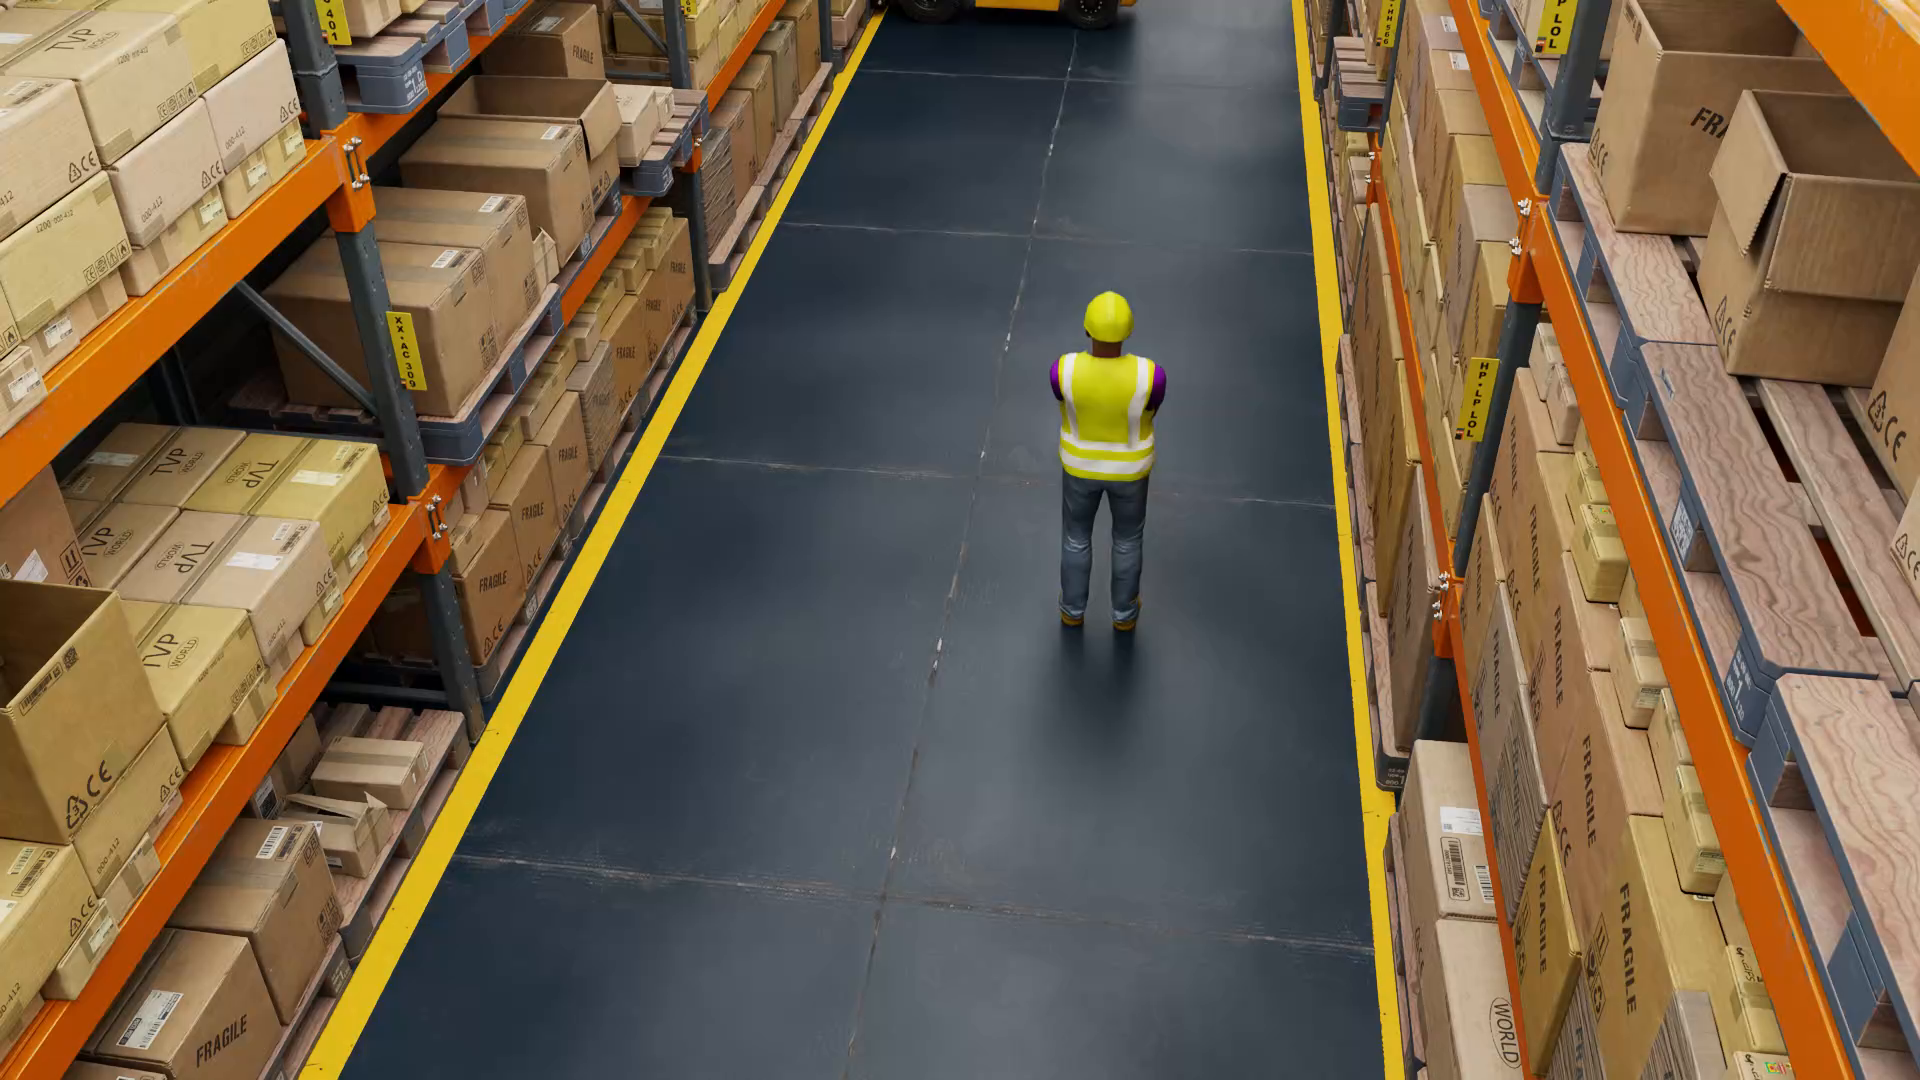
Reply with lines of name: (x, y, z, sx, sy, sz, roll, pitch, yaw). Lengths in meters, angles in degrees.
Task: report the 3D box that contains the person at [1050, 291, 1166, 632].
person: (0.660, -0.402, 7.580, 0.503, 1.760, 0.587, 5, 36, 7)
